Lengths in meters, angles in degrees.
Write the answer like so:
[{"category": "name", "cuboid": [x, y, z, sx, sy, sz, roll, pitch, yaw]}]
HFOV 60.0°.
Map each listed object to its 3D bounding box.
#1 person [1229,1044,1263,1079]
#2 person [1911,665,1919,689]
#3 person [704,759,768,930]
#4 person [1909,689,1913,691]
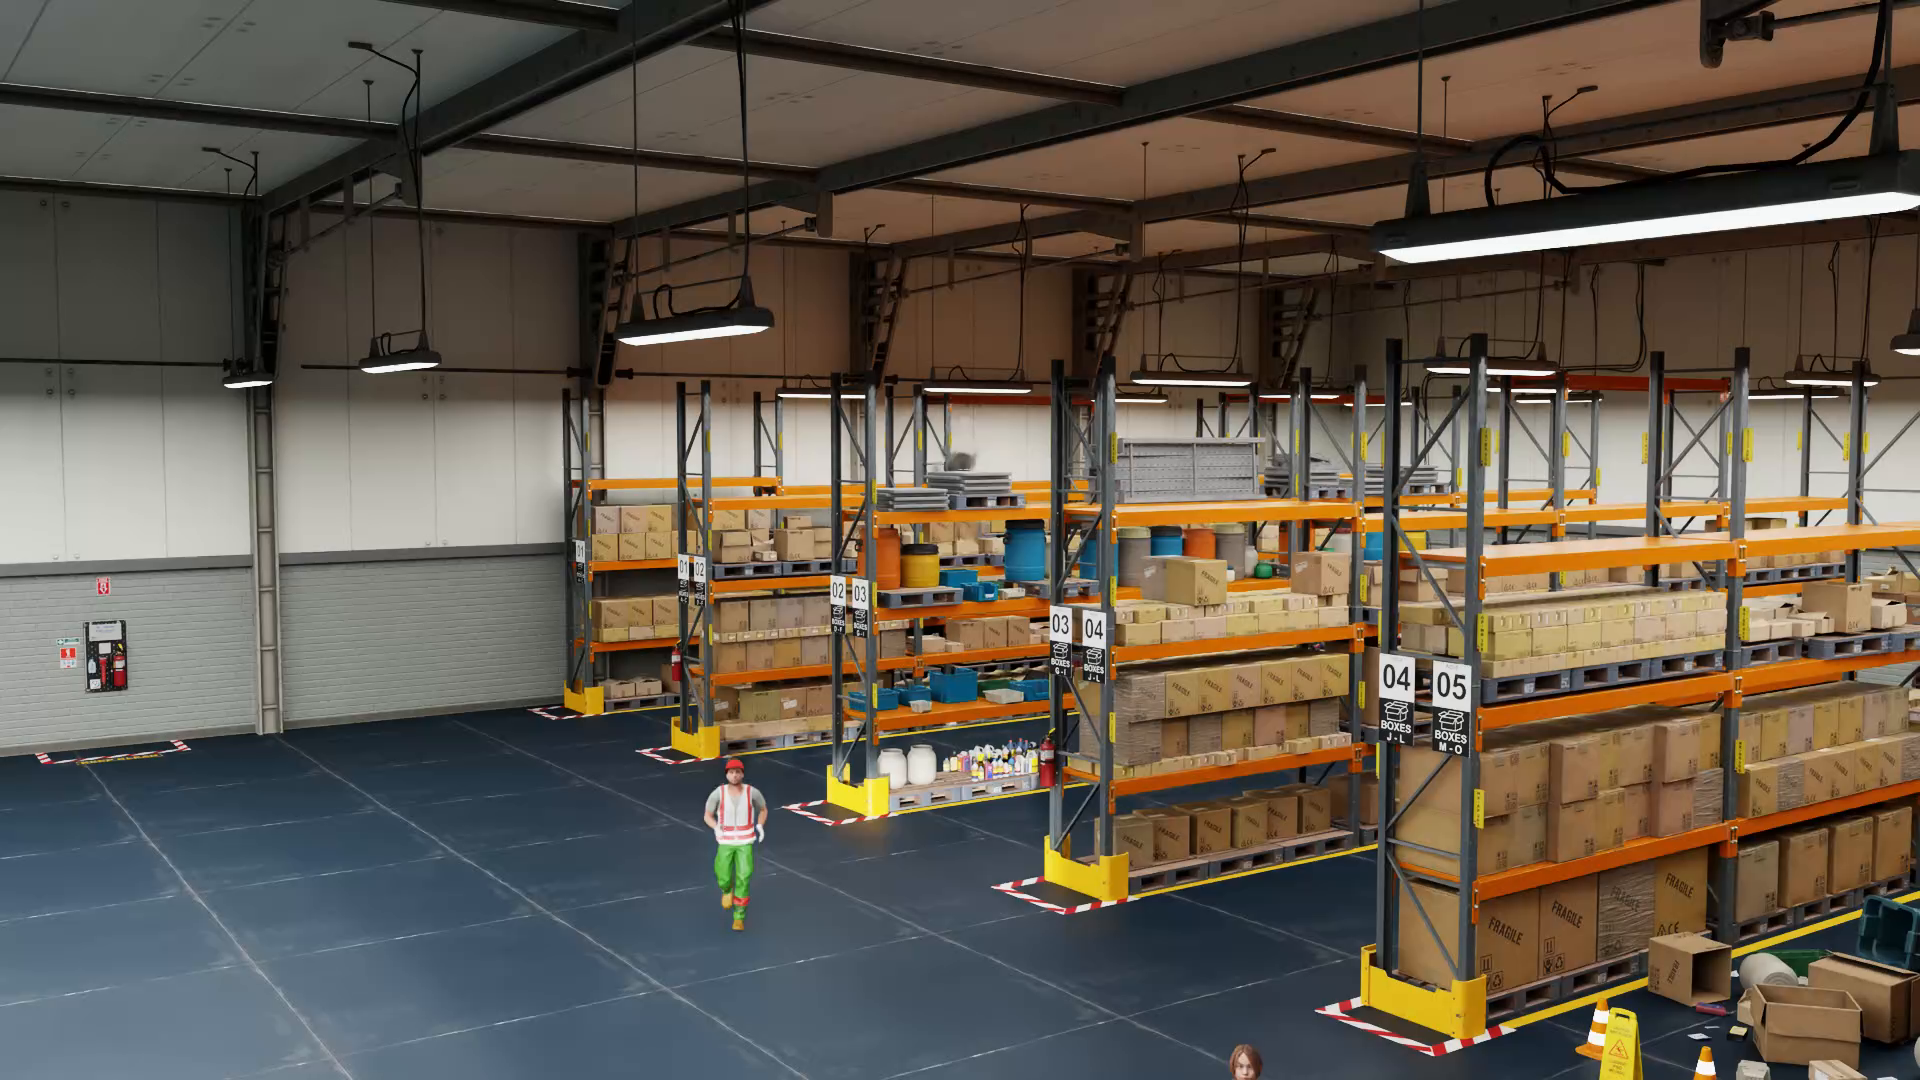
[{"category": "person", "cuboid": [1.666, 3.745, 9.675, 0.513, 1.625, 0.650, 1, 4, 12]}, {"category": "person", "cuboid": [15.703, 2.597, 26.666, 0.797, 1.745, 0.732, 2, 4, 31]}, {"category": "person", "cuboid": [-2.351, 3.170, 17.479, 0.664, 1.747, 0.769, 0, 4, -7]}, {"category": "person", "cuboid": [13.113, 2.875, 22.908, 0.555, 1.646, 0.615, -3, 5, -41]}]
